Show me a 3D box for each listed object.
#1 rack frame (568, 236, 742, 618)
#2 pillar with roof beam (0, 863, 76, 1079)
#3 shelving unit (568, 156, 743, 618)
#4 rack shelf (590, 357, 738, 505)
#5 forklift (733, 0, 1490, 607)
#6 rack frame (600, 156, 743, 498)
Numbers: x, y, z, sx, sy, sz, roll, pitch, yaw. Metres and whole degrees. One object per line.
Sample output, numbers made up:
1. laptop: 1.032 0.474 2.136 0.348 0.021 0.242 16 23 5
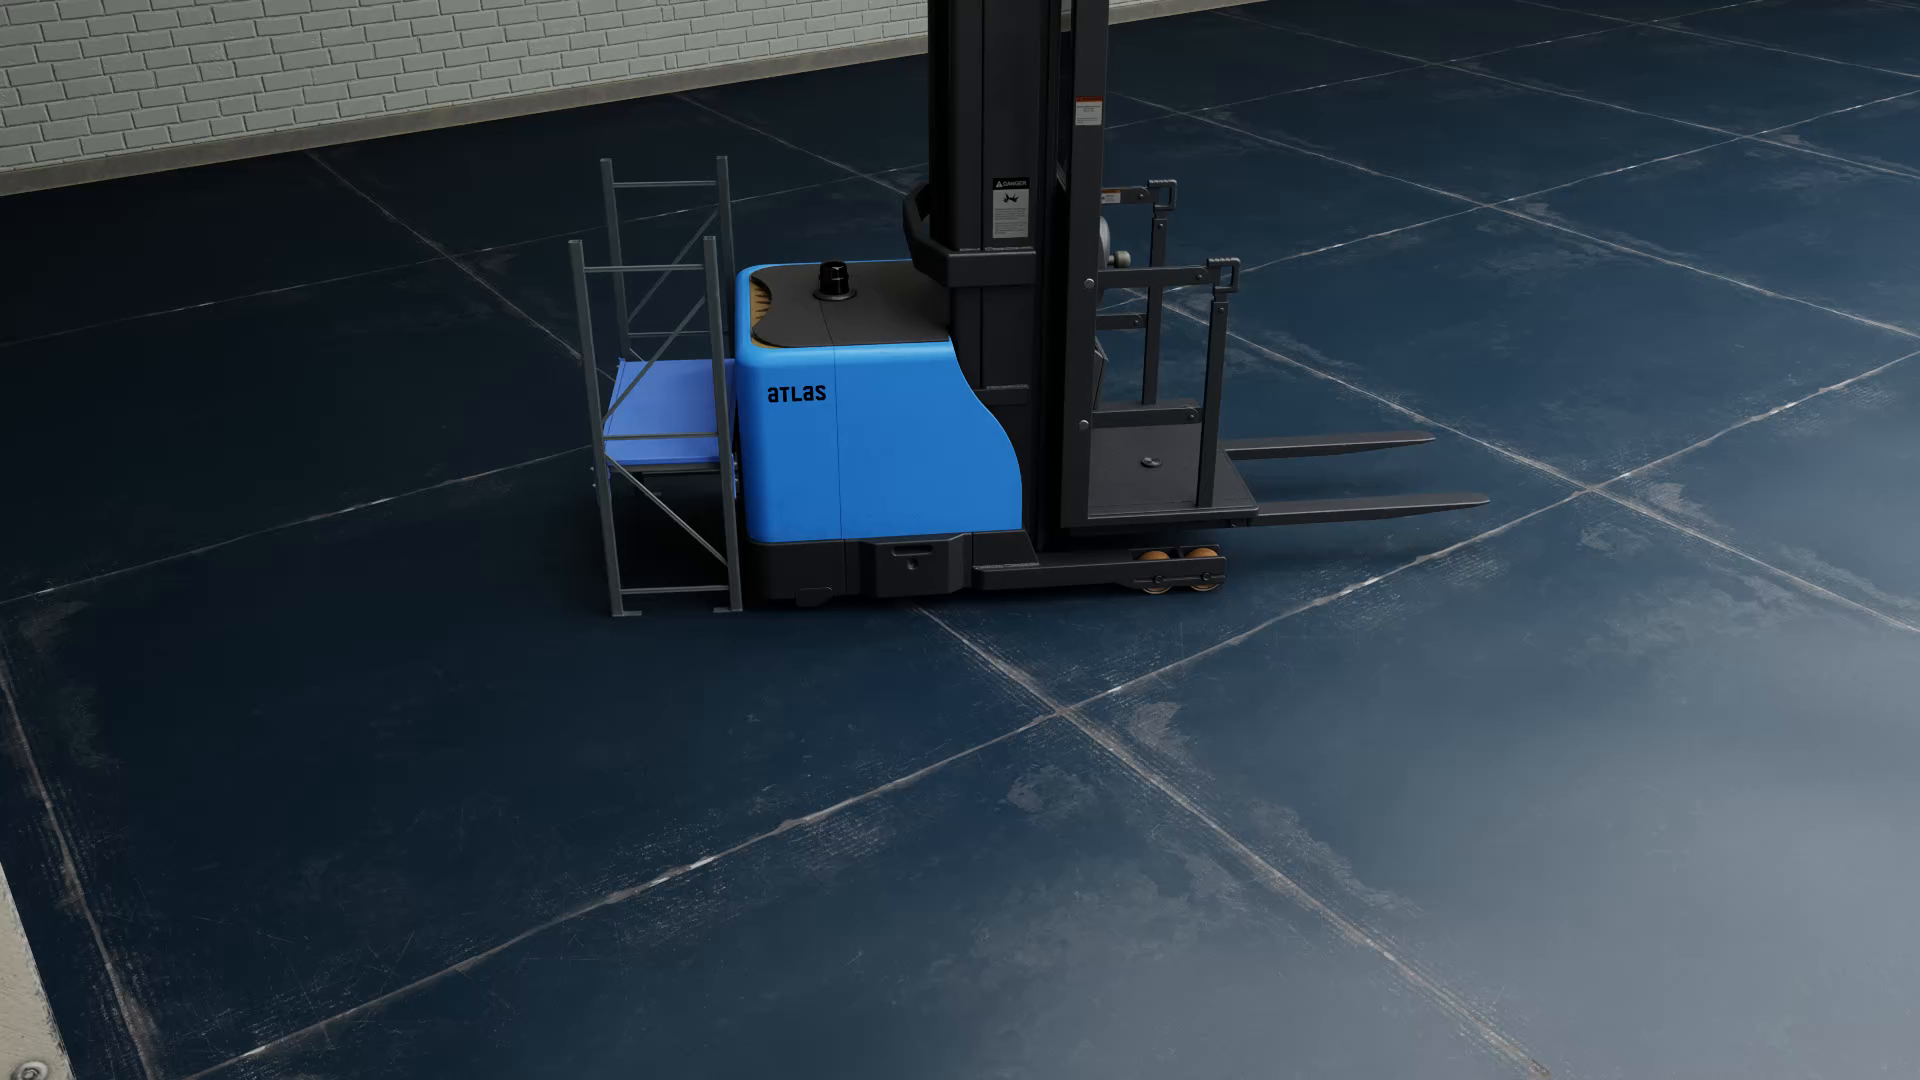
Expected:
1. rack frame: -1.095 -0.377 6.089 0.500 1.500 0.032 -2 29 -4
2. pillar with roof beam: 1.161 -3.622 4.207 9.100 9.000 0.400 -19 34 -31
3. shelving unit: -1.138 -0.618 6.534 0.538 1.500 1.048 -2 29 -4
4. rack shelf: -1.138 -0.460 6.620 0.538 0.185 1.000 -2 29 -4
5. forklift: 0.626 -1.323 6.332 3.031 2.935 1.130 -3 29 -6
6. rack frame: -1.180 -0.860 6.979 0.500 1.500 0.032 -2 29 -4
